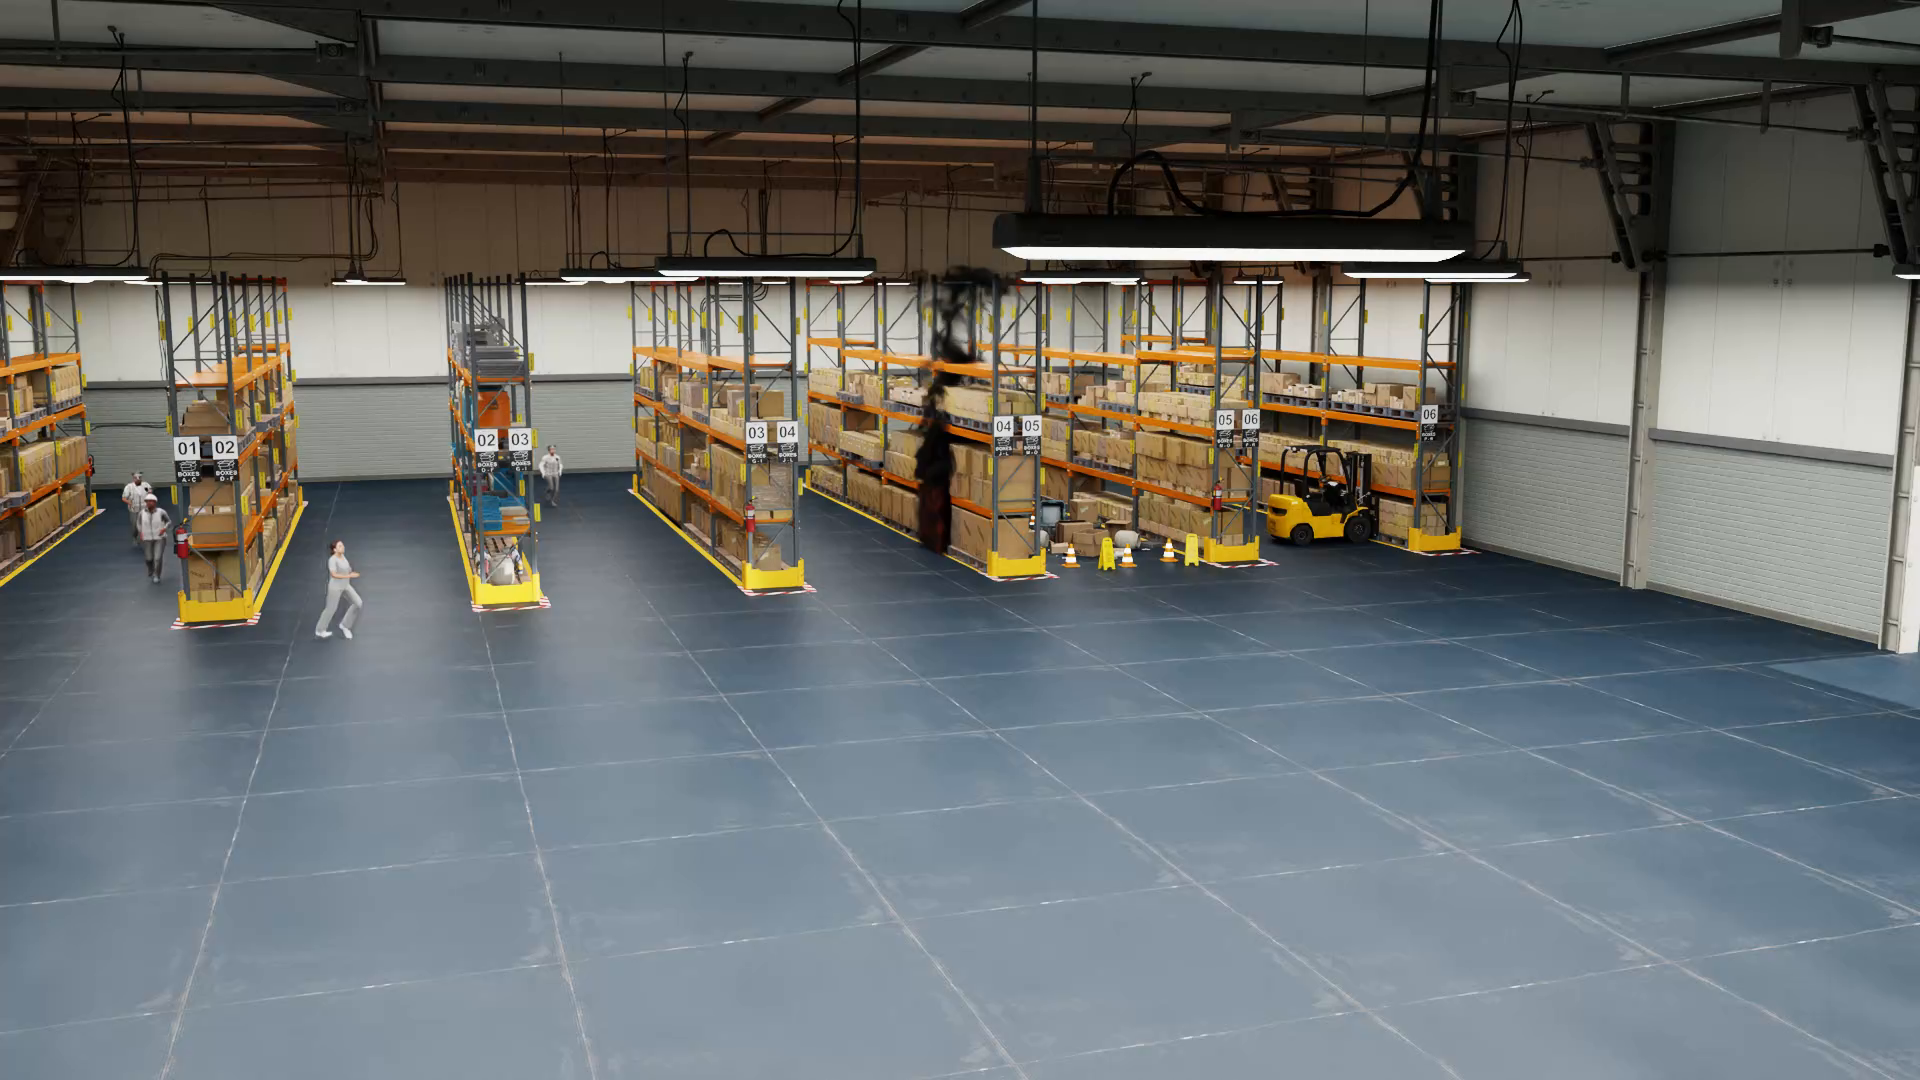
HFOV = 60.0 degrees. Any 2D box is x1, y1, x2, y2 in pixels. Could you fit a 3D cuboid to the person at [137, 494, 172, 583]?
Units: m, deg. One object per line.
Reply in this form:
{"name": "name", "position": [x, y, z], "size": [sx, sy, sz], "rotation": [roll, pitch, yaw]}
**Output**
{"name": "person", "position": [-15.793, -0.035, 32.617], "size": [0.656, 1.746, 0.627], "rotation": [-3, 9, -16]}

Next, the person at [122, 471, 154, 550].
{"name": "person", "position": [-18.061, -0.658, 36.592], "size": [0.647, 1.768, 0.943], "rotation": [-6, 10, -33]}

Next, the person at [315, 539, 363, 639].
{"name": "person", "position": [-10.167, 0.803, 27.234], "size": [0.841, 1.660, 0.571], "rotation": [2, 9, 15]}

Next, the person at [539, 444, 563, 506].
{"name": "person", "position": [-10.804, -1.717, 44.051], "size": [0.605, 1.646, 0.584], "rotation": [-5, 10, -31]}

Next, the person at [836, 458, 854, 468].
{"name": "person", "position": [-3.550, -2.651, 49.986], "size": [0.622, 1.682, 0.755], "rotation": [5, 10, 31]}
